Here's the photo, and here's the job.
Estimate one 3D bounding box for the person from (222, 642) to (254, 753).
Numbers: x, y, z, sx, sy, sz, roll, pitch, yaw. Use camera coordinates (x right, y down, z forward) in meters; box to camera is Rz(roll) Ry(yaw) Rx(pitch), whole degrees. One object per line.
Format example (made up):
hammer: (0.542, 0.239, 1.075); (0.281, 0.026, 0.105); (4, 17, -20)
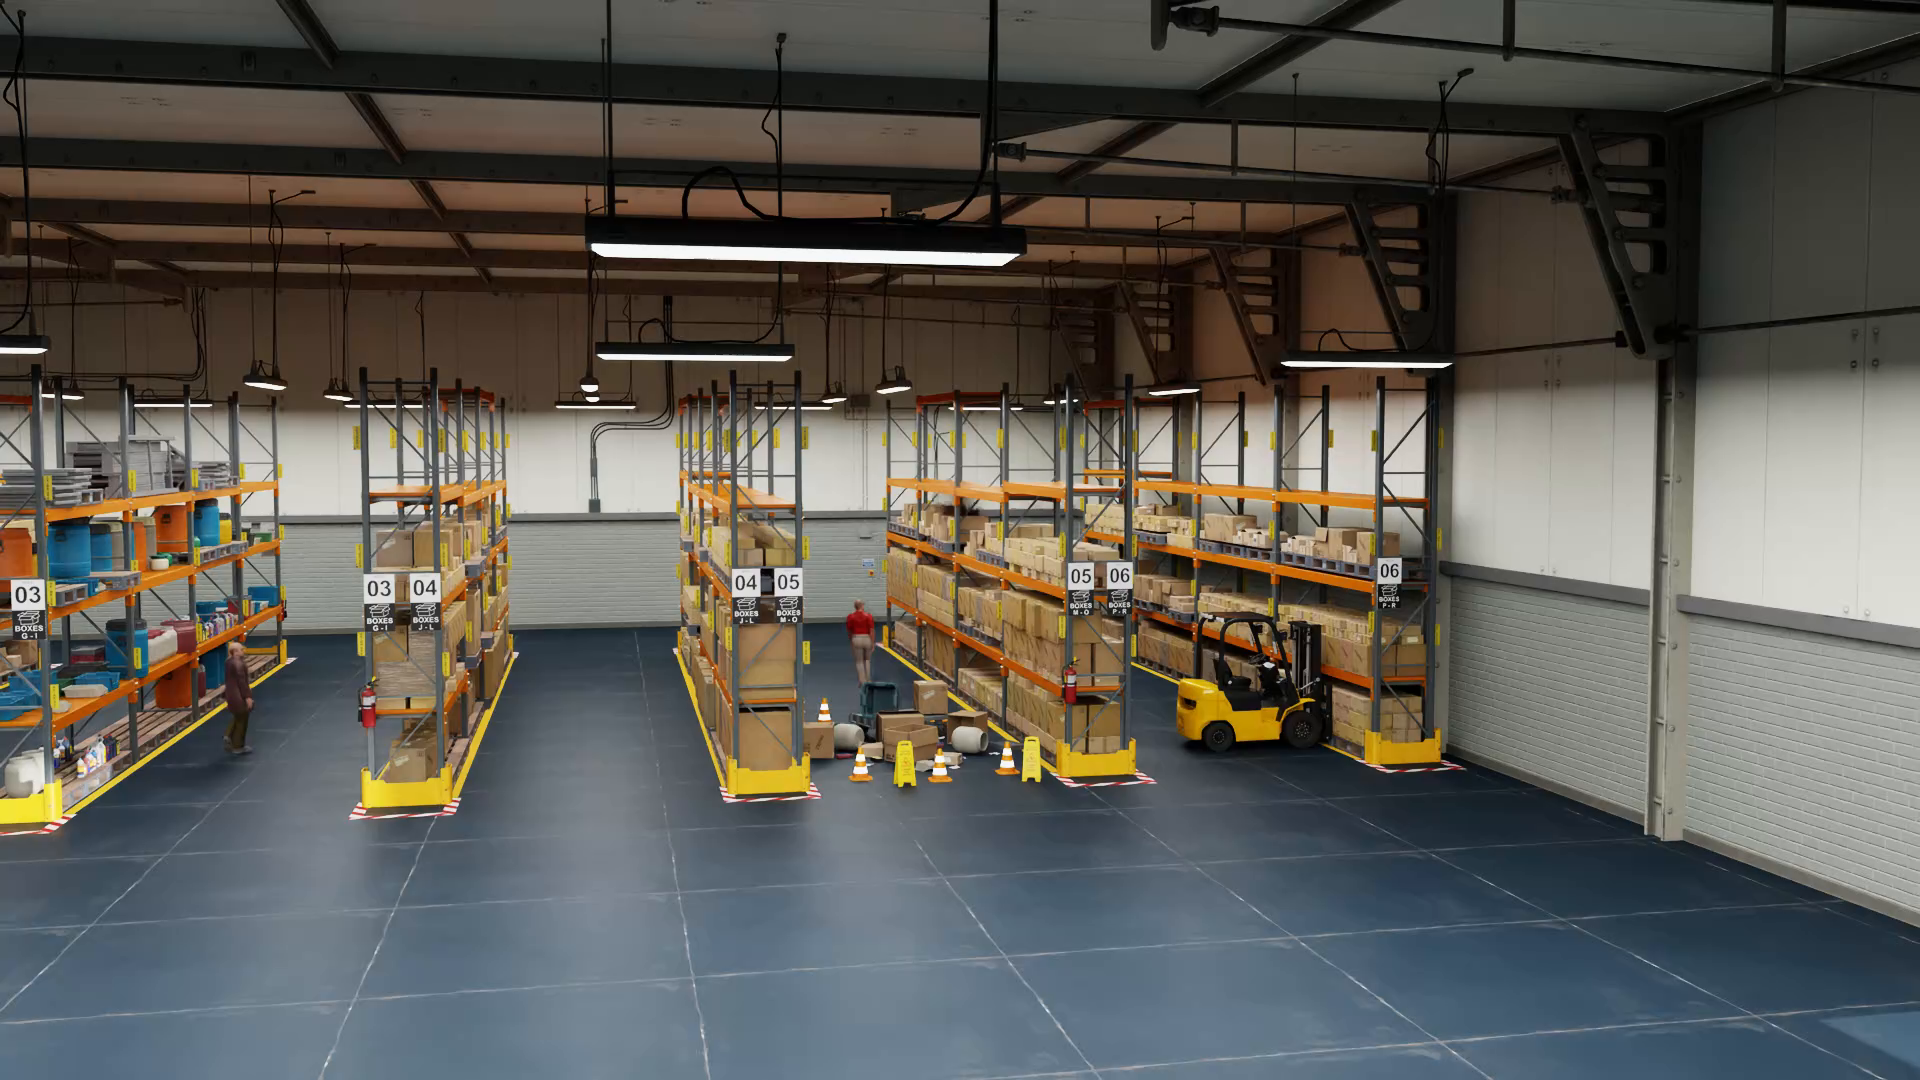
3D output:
person: (-11.538, 2.567, 26.557); (0.587, 1.697, 0.519); (2, 4, 24)

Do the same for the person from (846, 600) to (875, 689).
person: (-1.902, 2.001, 31.594); (0.512, 1.755, 0.687); (-1, 4, -19)
